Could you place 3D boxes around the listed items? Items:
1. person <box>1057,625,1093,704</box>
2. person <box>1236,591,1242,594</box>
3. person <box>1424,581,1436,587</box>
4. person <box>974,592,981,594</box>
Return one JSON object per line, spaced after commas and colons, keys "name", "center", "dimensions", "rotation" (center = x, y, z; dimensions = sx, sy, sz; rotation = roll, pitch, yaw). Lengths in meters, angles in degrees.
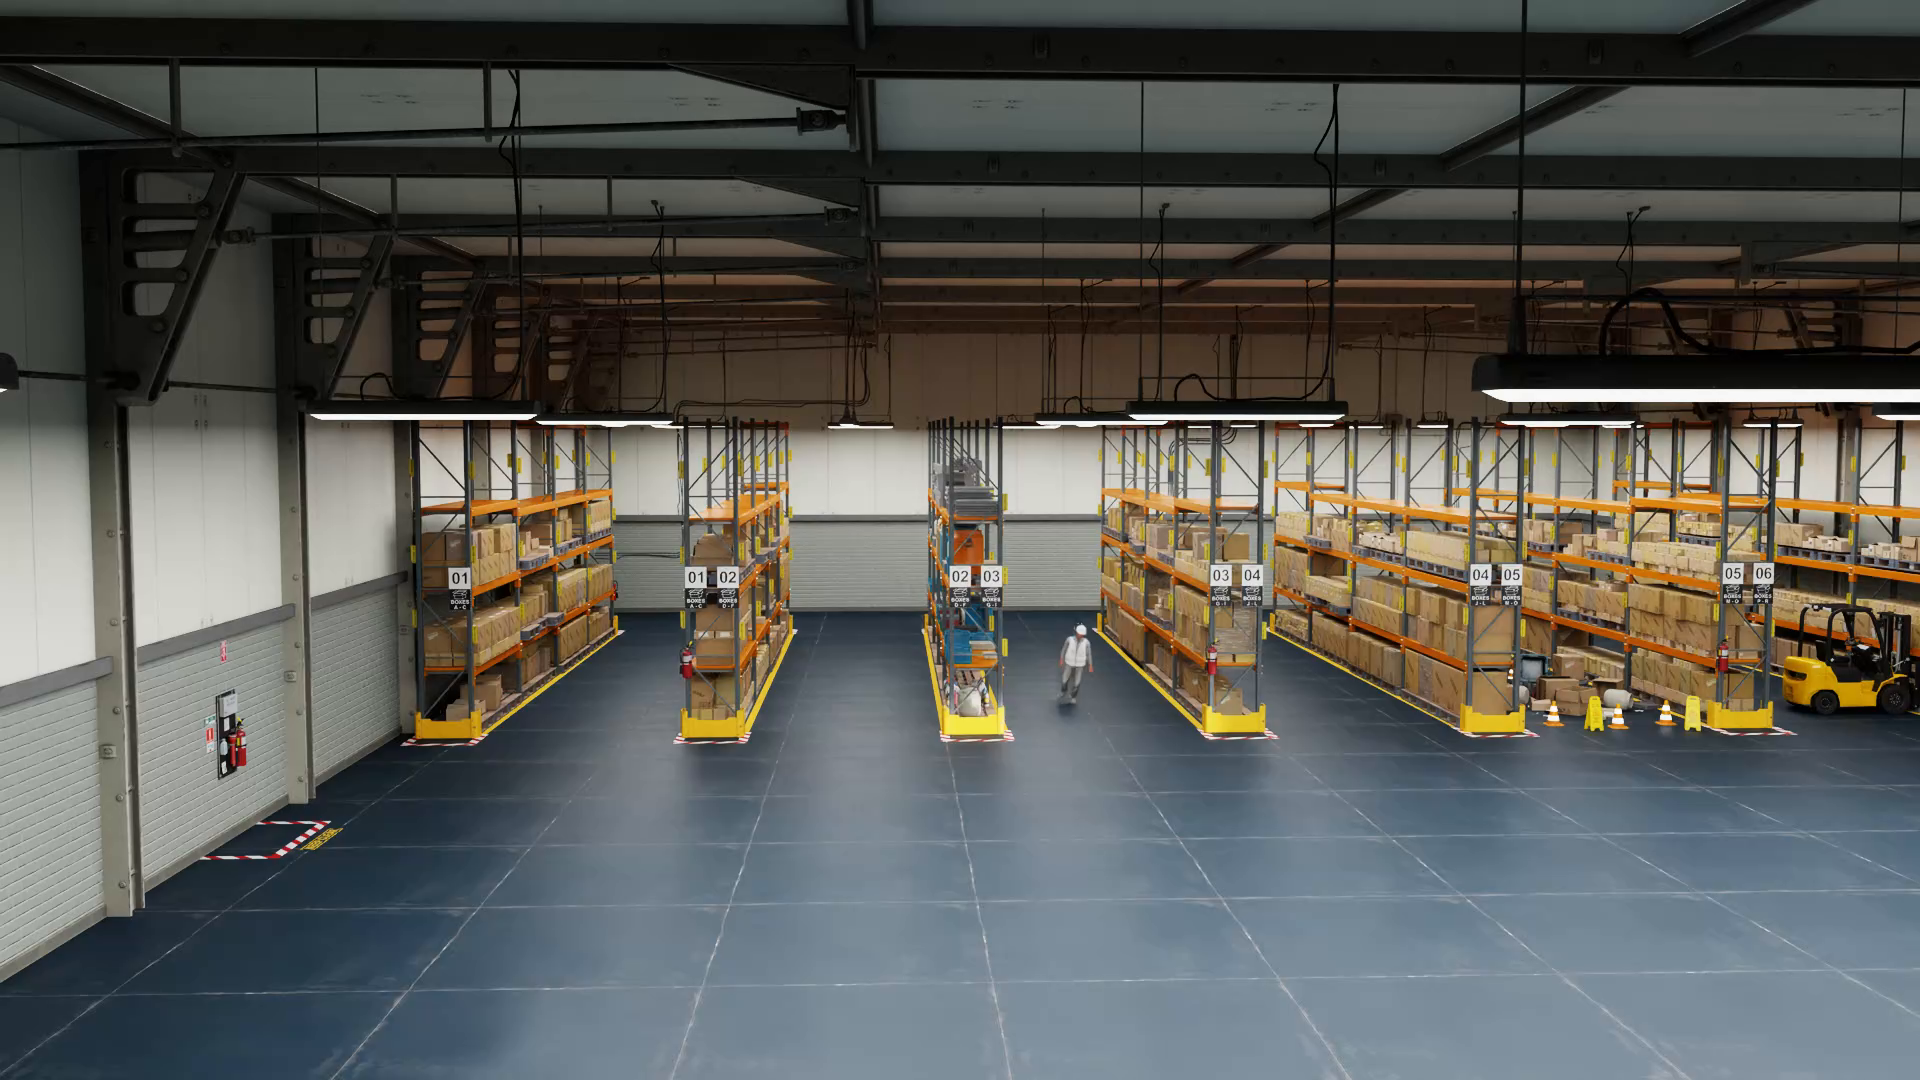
{"name": "person", "center": [2.404, 2.593, 34.827], "dimensions": [0.768, 1.692, 0.675], "rotation": [0, 4, 4]}
{"name": "person", "center": [8.199, 1.710, 48.455], "dimensions": [0.620, 1.800, 0.850], "rotation": [1, 4, 11]}
{"name": "person", "center": [14.020, 1.686, 49.351], "dimensions": [0.680, 1.732, 0.607], "rotation": [0, 4, 7]}
{"name": "person", "center": [0.247, 1.735, 48.280], "dimensions": [0.730, 1.809, 0.803], "rotation": [1, 4, 16]}
